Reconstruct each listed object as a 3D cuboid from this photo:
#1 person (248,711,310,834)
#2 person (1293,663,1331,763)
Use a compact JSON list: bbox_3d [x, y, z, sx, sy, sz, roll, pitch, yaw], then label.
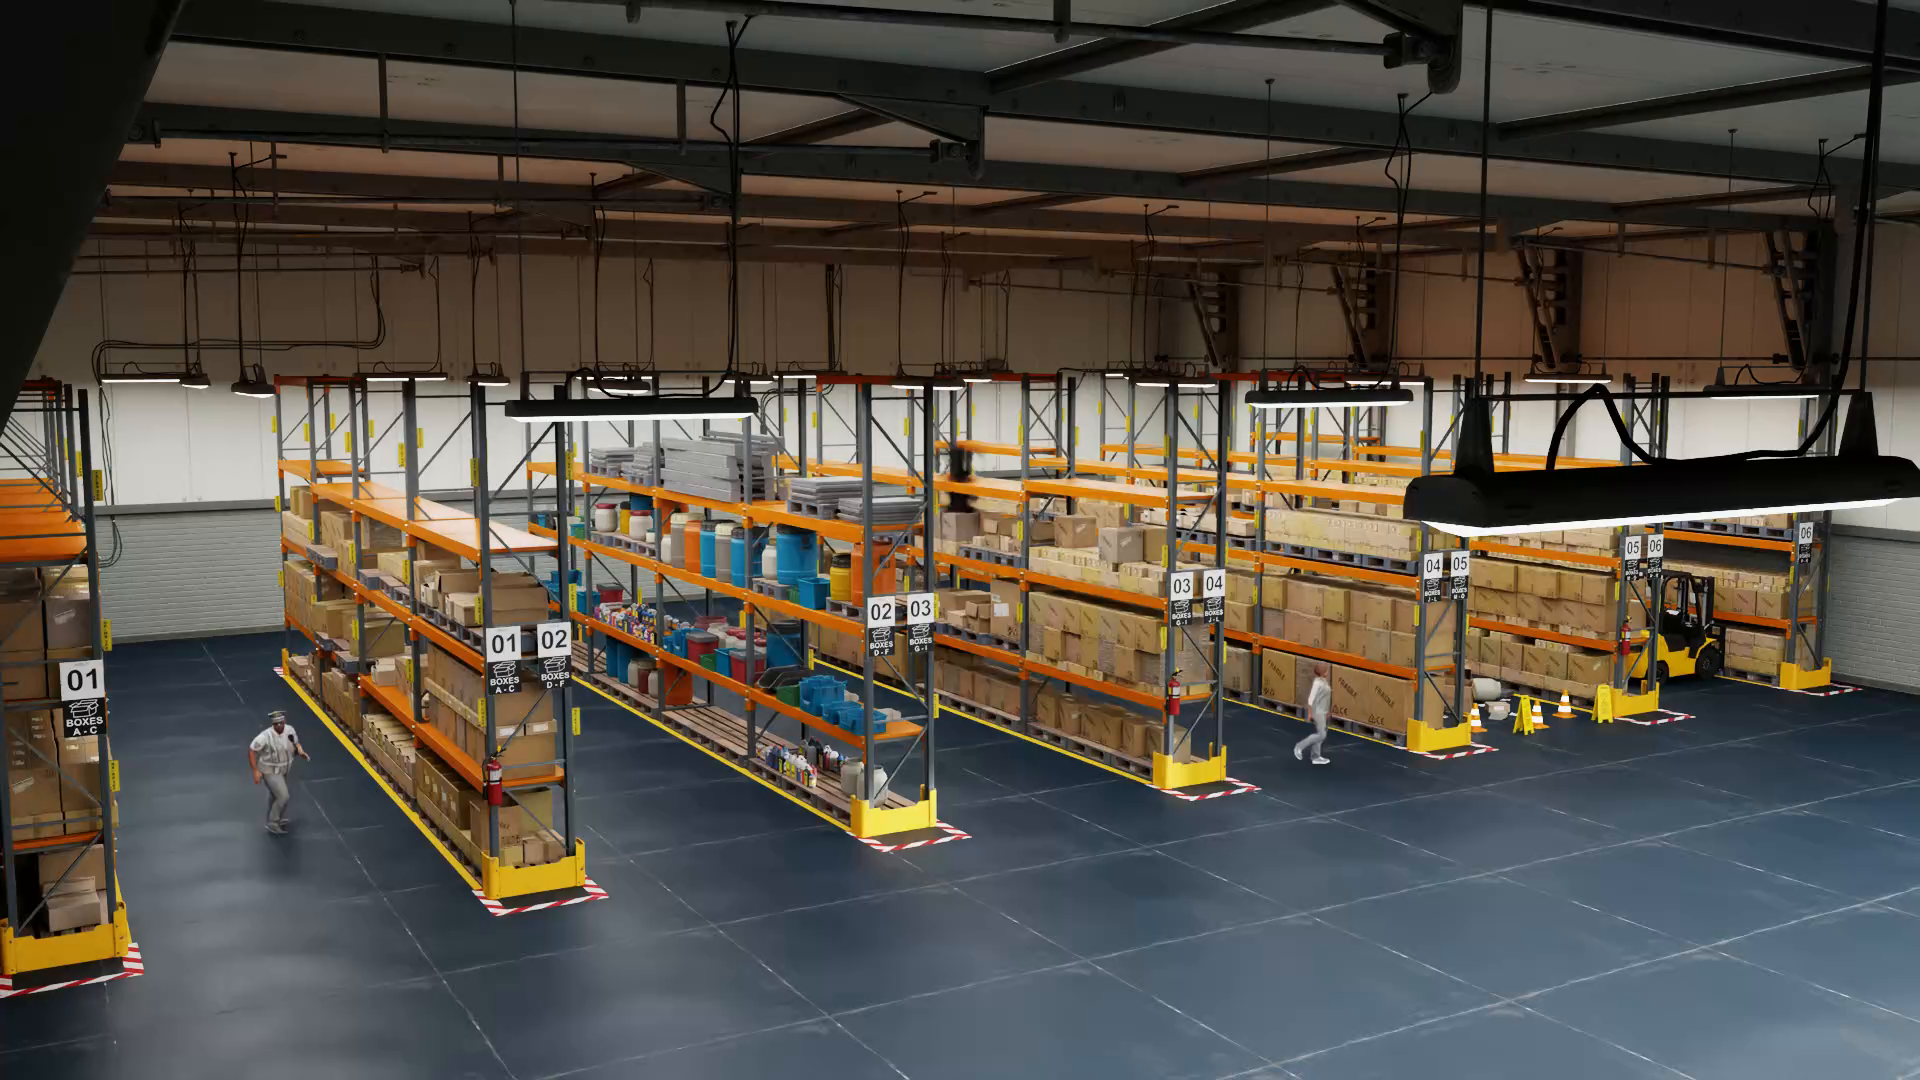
[{"bbox_3d":[-9.081,3.103,22.262,0.837,1.727,0.666,1,6,13],"label":"person"},{"bbox_3d":[5.498,2.704,25.927,0.538,1.580,0.584,2,7,19],"label":"person"}]
